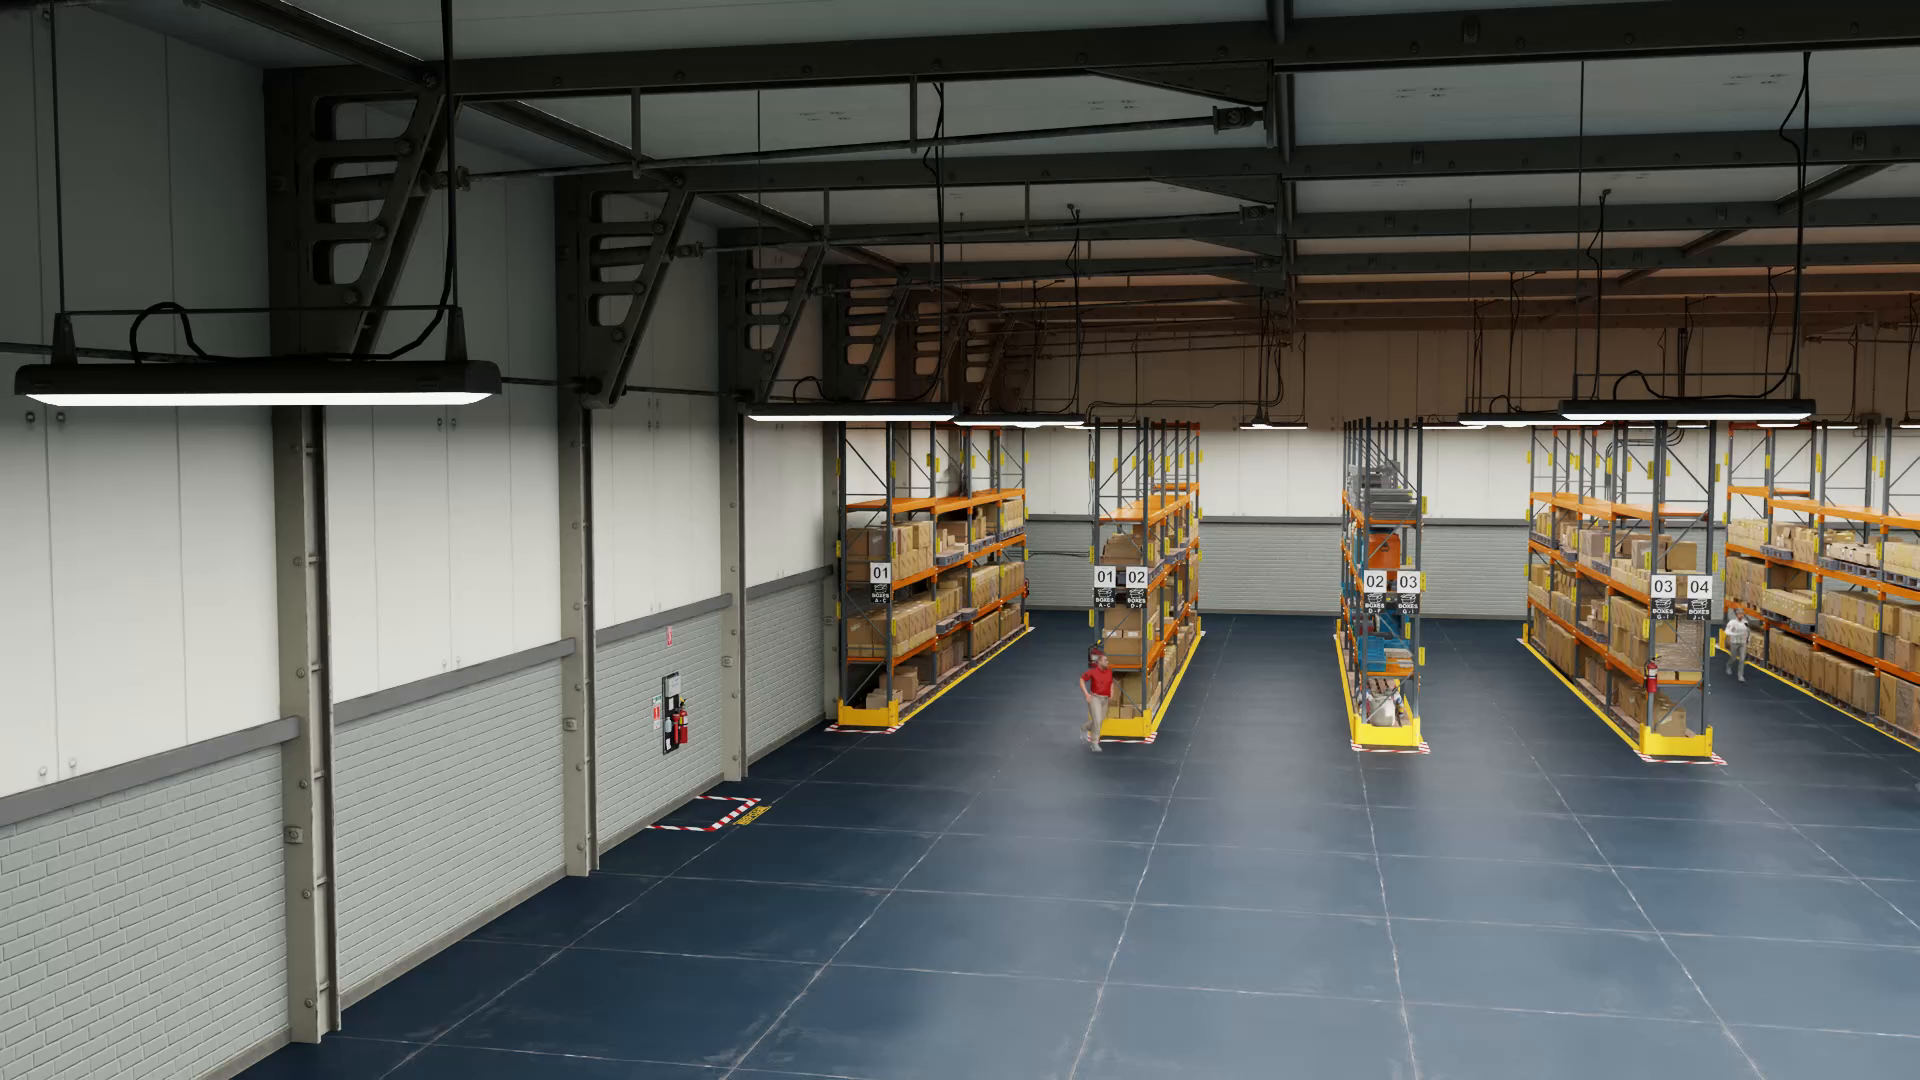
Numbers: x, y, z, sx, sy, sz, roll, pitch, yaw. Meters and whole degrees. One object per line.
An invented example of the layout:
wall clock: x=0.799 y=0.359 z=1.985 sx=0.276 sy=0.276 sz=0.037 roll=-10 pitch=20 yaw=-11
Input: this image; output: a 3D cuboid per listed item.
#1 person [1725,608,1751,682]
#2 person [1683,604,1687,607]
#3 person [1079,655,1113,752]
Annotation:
person: x=17.953 y=2.383 z=38.379 sx=0.628 sy=1.675 sz=0.823 roll=0 pitch=4 yaw=5
person: x=18.360 y=2.133 z=41.521 sx=0.675 sy=1.786 sz=0.883 roll=2 pitch=4 yaw=24
person: x=2.496 y=2.942 z=30.202 sx=0.707 sy=1.716 sz=0.822 roll=-2 pitch=4 yaw=-34
